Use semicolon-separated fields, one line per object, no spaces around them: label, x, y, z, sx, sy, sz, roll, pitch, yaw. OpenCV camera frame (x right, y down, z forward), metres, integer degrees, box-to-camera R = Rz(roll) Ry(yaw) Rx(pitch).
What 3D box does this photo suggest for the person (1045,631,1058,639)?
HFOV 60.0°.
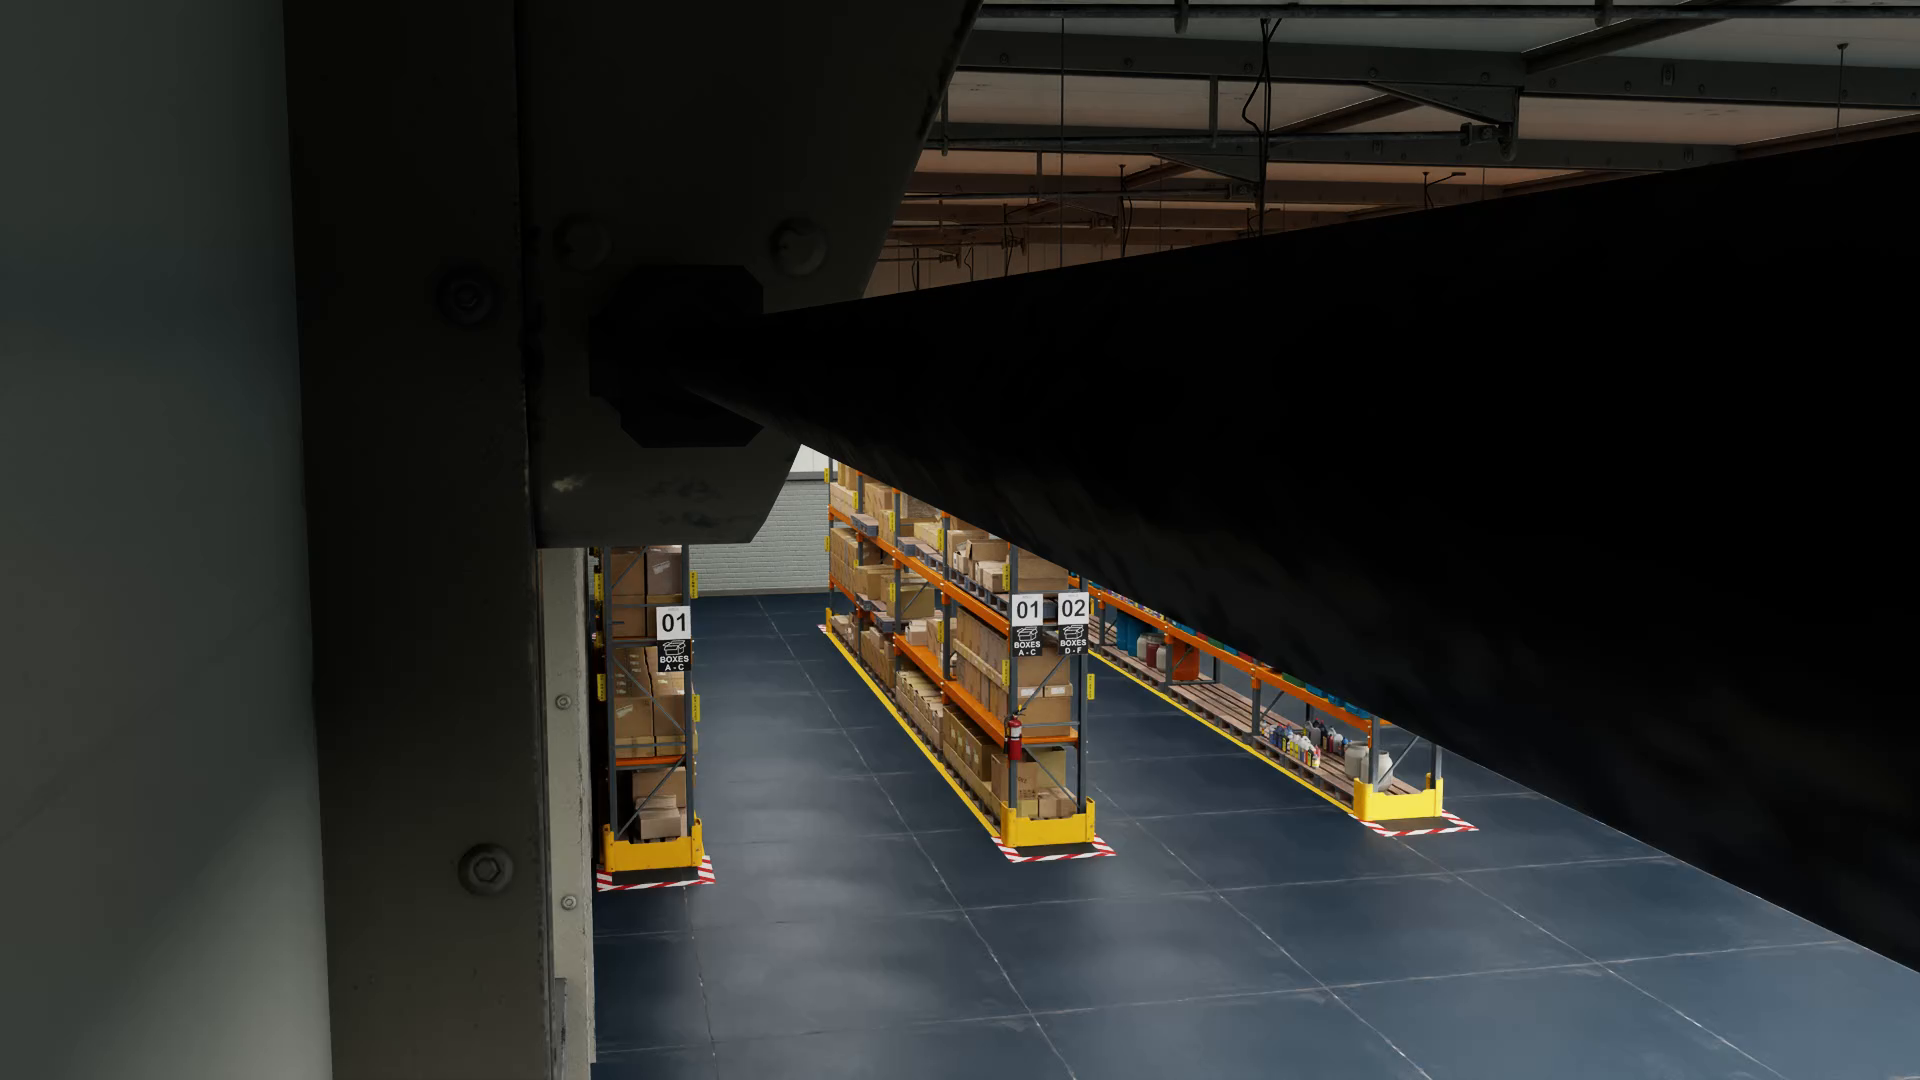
person;1.685;2.042;29.596;0.607;1.619;0.688;-2;7;-18
